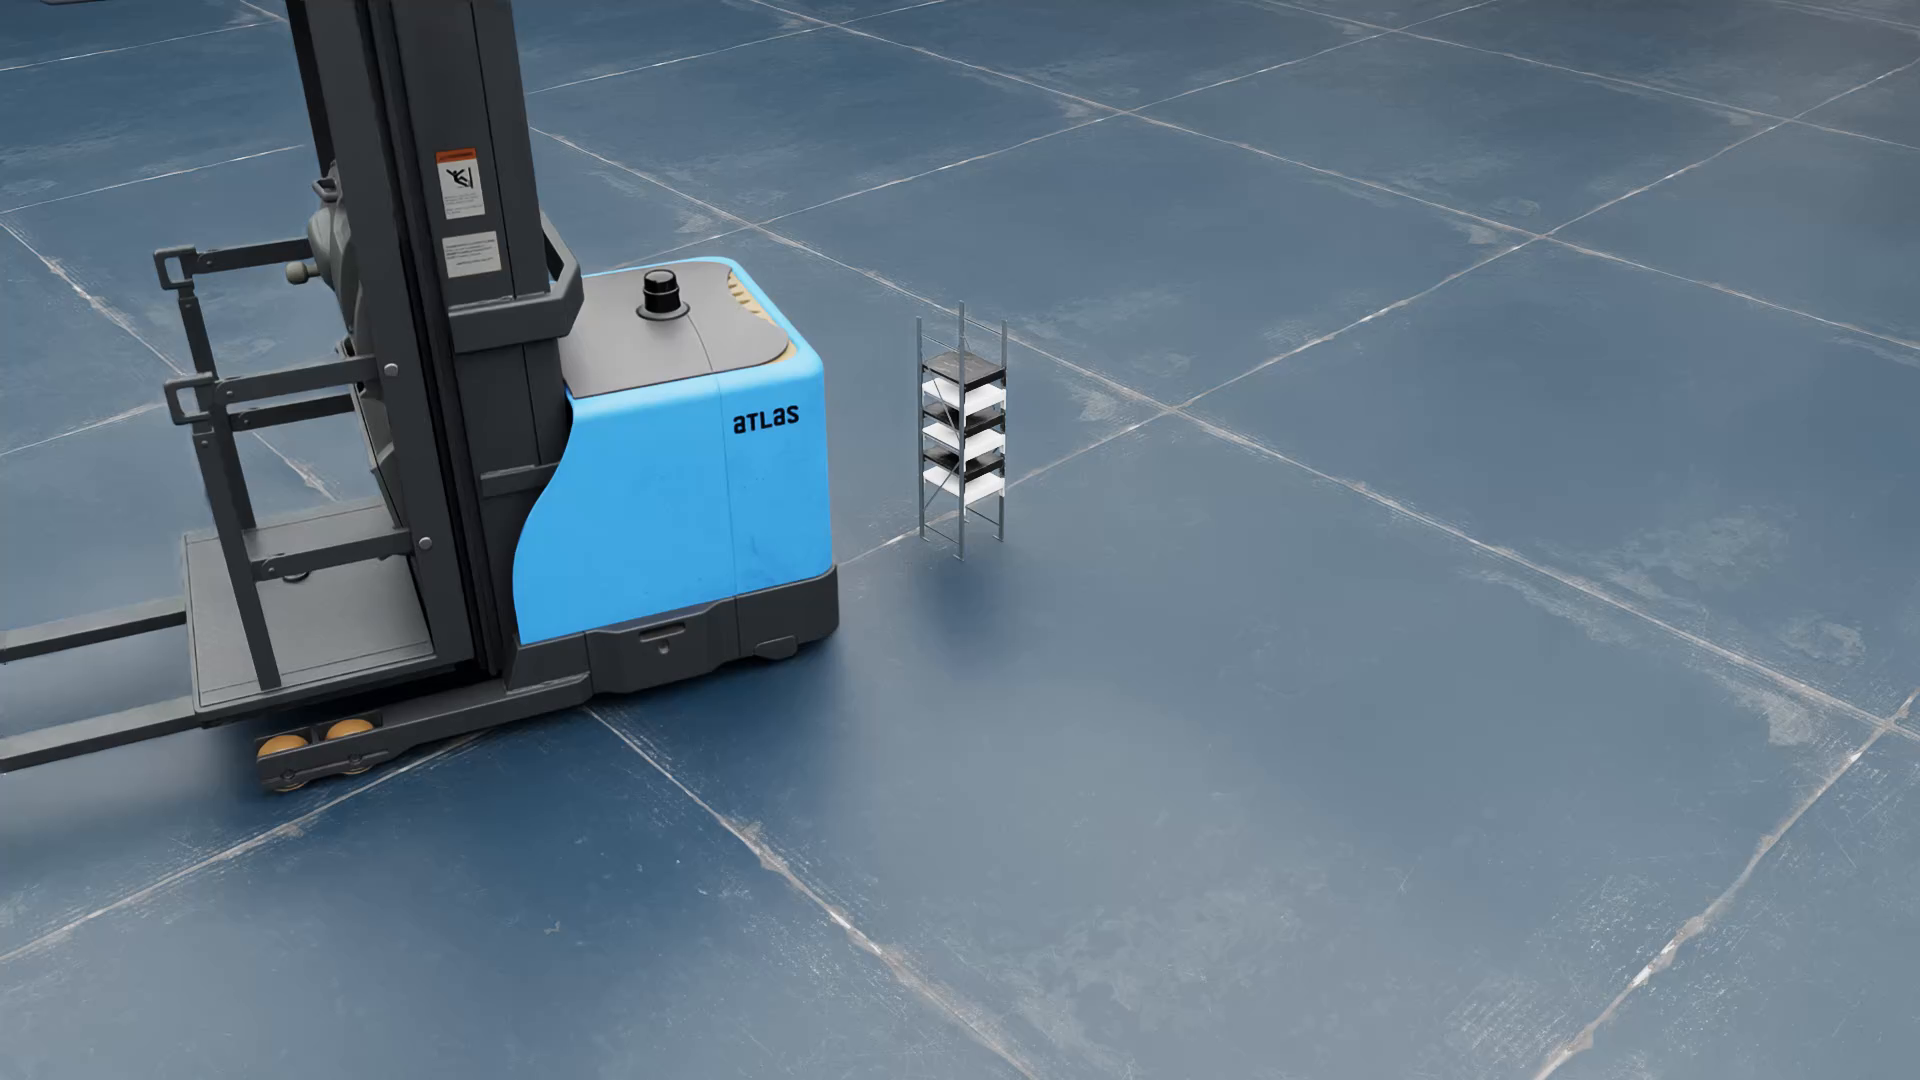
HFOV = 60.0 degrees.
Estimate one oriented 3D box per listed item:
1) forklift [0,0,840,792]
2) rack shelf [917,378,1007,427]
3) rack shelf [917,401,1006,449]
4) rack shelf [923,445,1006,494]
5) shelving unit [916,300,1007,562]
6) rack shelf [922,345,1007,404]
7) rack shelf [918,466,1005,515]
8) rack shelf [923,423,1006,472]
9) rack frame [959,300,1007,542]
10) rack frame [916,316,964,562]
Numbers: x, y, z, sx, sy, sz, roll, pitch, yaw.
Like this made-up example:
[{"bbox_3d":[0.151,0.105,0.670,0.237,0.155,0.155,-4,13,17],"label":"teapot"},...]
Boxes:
[{"bbox_3d":[-1.973,-0.808,4.762,3.031,2.935,1.130,-13,34,-20],"label":"forklift"},{"bbox_3d":[0.006,-0.512,5.943,0.200,0.077,0.258,-26,40,-35],"label":"rack shelf"},{"bbox_3d":[0.006,-0.435,5.990,0.200,0.077,0.258,-26,40,-35],"label":"rack shelf"},{"bbox_3d":[0.006,-0.282,6.084,0.200,0.077,0.258,-26,40,-35],"label":"rack shelf"},{"bbox_3d":[0.006,-0.387,6.020,0.210,0.900,0.258,-26,40,-35],"label":"shelving unit"},{"bbox_3d":[0.006,-0.589,5.896,0.200,0.077,0.258,-26,40,-35],"label":"rack shelf"},{"bbox_3d":[0.006,-0.205,6.131,0.200,0.077,0.258,-26,40,-35],"label":"rack shelf"},{"bbox_3d":[0.006,-0.358,6.037,0.200,0.077,0.258,-26,40,-35],"label":"rack shelf"},{"bbox_3d":[0.081,-0.423,6.079,0.006,0.900,0.240,-26,40,-35],"label":"rack frame"},{"bbox_3d":[-0.069,-0.351,5.961,0.006,0.900,0.240,-26,40,-35],"label":"rack frame"}]
